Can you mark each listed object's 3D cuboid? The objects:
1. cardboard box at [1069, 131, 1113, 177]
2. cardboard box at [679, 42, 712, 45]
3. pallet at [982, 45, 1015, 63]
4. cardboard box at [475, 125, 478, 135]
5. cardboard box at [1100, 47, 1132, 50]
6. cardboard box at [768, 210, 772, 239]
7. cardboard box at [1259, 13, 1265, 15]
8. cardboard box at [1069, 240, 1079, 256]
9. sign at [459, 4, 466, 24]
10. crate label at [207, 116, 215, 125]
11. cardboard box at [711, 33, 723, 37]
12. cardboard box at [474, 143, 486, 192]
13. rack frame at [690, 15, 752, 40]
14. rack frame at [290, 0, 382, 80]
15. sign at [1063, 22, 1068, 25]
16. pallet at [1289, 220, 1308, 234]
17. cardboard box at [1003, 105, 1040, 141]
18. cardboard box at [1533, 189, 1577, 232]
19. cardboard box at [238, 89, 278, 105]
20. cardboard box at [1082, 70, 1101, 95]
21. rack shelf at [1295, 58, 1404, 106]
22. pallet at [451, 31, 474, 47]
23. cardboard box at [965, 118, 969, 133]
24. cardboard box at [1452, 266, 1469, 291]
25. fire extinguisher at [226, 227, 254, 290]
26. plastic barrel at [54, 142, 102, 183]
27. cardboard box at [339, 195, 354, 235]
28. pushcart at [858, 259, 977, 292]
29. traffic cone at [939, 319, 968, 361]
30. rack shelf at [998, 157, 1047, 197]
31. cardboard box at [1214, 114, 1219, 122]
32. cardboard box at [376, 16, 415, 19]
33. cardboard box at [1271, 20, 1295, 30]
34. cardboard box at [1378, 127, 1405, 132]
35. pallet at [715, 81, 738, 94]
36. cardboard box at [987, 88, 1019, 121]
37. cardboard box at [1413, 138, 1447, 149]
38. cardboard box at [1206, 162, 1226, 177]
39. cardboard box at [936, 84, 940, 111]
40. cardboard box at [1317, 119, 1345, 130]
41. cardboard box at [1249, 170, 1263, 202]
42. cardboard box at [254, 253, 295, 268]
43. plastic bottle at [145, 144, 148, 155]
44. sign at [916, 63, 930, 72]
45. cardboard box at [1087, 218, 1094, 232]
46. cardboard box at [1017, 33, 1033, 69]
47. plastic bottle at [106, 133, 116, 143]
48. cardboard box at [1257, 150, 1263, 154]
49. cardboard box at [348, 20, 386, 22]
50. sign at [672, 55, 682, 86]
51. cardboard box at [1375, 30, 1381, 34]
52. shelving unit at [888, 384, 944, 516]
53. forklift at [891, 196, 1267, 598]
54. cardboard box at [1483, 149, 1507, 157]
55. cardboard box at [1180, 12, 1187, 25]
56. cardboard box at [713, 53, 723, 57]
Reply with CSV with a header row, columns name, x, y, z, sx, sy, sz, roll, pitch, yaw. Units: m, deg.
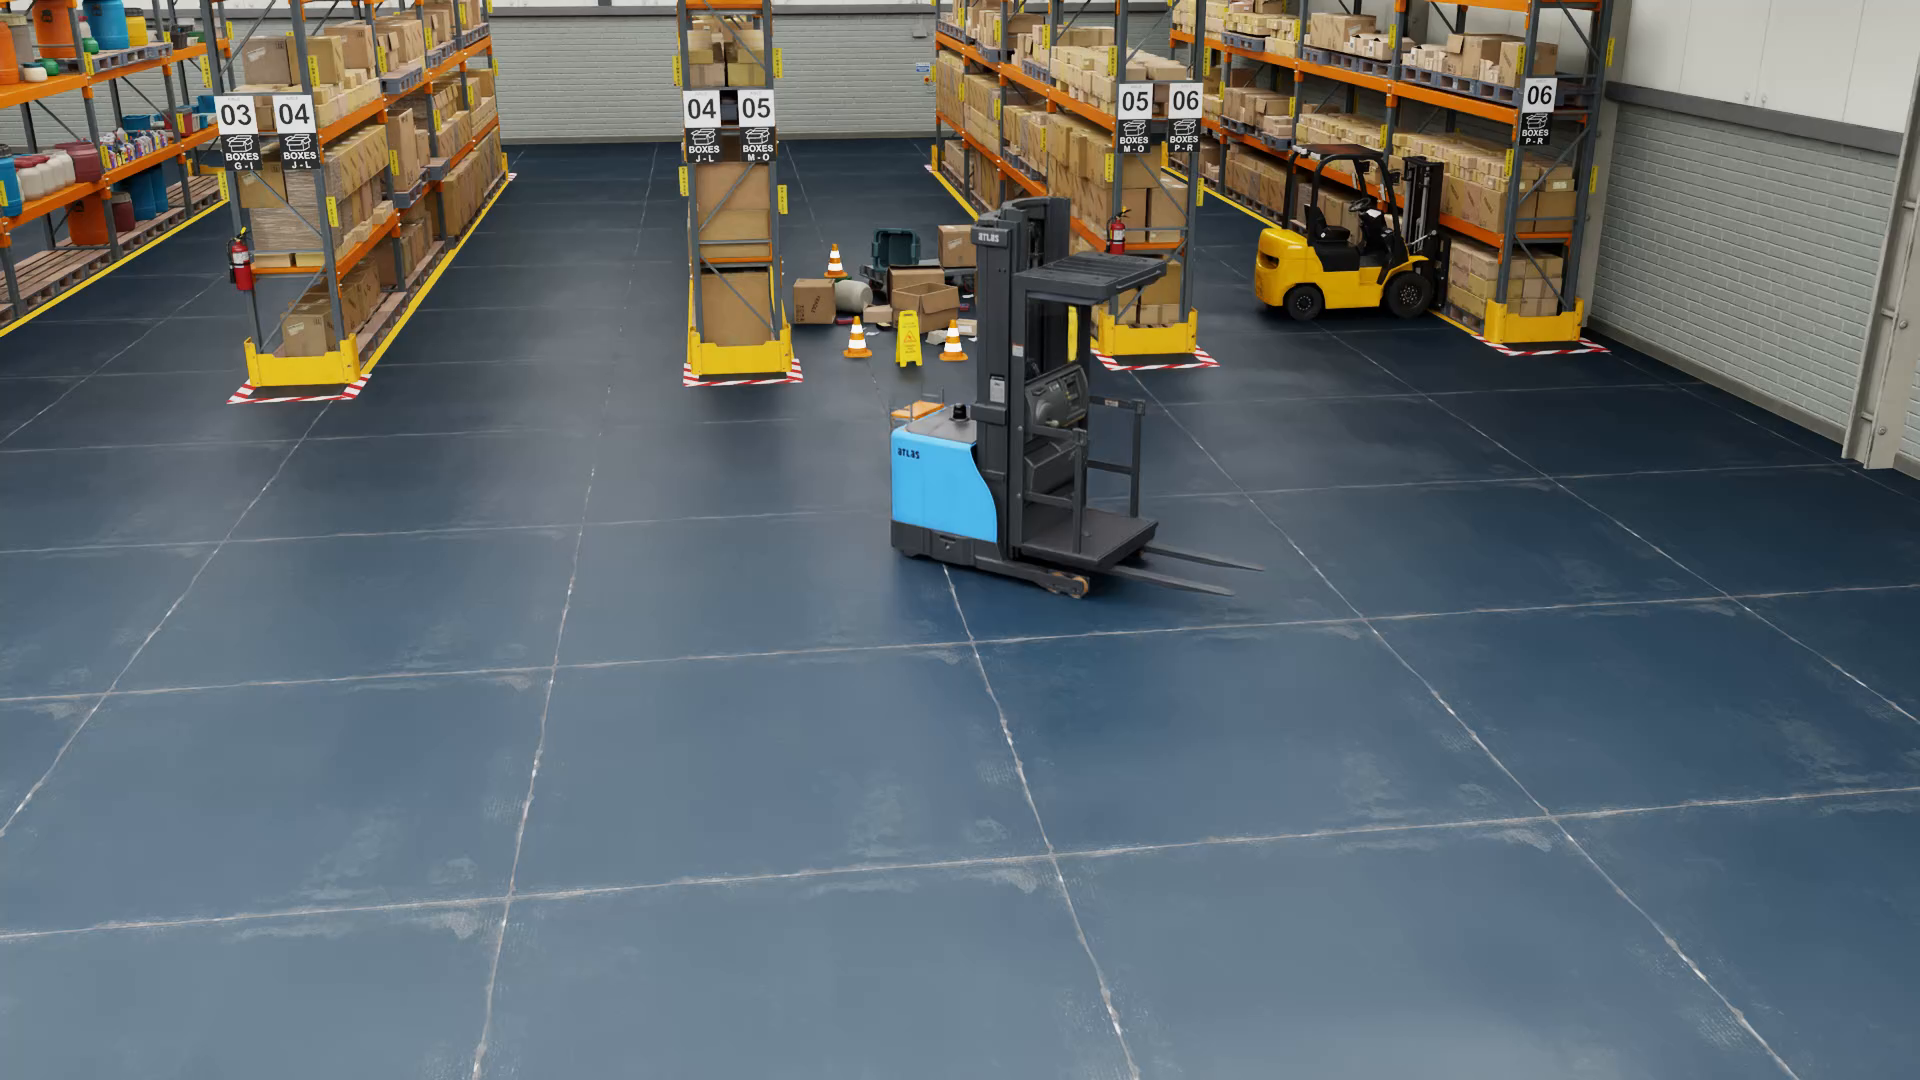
name,x,y,z,sx,sy,sz,roll,pitch,yaw
cardboard box,1.776,-4.872,20.978,0.700,0.500,0.500,-3,21,-8
cardboard box,-3.106,-5.776,19.583,0.380,0.149,0.250,-3,21,-8
pallet,1.008,-8.012,27.363,1.213,0.211,1.003,-2,21,-5
cardboard box,-8.981,-7.452,30.241,0.380,0.149,0.250,-4,21,-10
cardboard box,2.105,-6.566,22.441,0.380,0.149,0.250,-3,21,-9
cardboard box,-2.733,-4.006,20.441,0.875,0.550,0.550,-3,21,-8
cardboard box,5.706,-9.596,30.526,0.380,0.149,0.250,-3,21,-7
cardboard box,1.710,-3.768,22.274,0.500,0.500,0.500,-2,21,-5
sign,-8.694,-9.185,29.047,0.100,0.325,0.005,-3,21,-8
crate label,-14.319,-7.930,31.453,0.396,0.136,0.243,-3,21,-8
cardboard box,-3.844,-7.535,25.202,0.500,0.311,0.500,-3,21,-8
cardboard box,-9.246,-6.794,30.556,0.875,0.875,0.875,-3,21,-8
rack frame,-3.730,-9.001,25.453,1.000,3.000,0.127,-3,21,-8
rack frame,-8.076,-7.400,21.169,1.000,3.000,0.127,-3,21,-8
sign,1.691,-8.149,26.721,0.100,0.325,0.005,-3,21,-8
pallet,6.145,-5.133,27.658,1.003,0.211,1.213,-3,21,-8
cardboard box,0.989,-6.690,26.674,0.500,0.500,0.500,-4,21,-9
cardboard box,7.421,-4.189,21.002,0.500,0.500,0.500,-2,21,-6
cardboard box,-7.770,-4.903,18.415,0.380,0.149,0.250,-4,21,-10
cardboard box,1.816,-5.696,20.683,0.500,0.250,0.500,-2,21,-6
rack shelf,6.353,-7.102,25.686,1.077,0.370,4.000,-3,21,-8
pallet,-9.337,-9.007,29.885,1.003,0.211,1.213,-3,21,-8
cardboard box,0.379,-7.624,30.556,0.500,0.250,0.500,-3,21,-9
cardboard box,6.777,-3.426,21.718,0.500,0.250,0.500,-3,21,-8
fire extinguisher,-7.939,-3.106,18.356,0.296,0.674,0.183,-3,21,-8
plastic barrel,-13.187,-5.644,24.845,0.600,0.536,0.708,-3,21,-8
cardboard box,-7.772,-3.926,19.871,0.875,0.500,0.500,-3,21,-8
pushcart,-0.519,-3.729,23.661,1.648,0.377,0.936,-11,23,-26
traffic cone,-0.081,-2.427,20.052,0.336,0.463,0.334,-3,21,-8
rack shelf,1.442,-5.445,25.537,1.077,0.370,4.000,-3,21,-8
cardboard box,5.133,-8.180,32.191,0.380,0.149,0.250,-2,21,-6
cardboard box,-9.024,-8.126,26.655,0.500,0.500,0.500,-2,21,-5
cardboard box,5.574,-8.854,28.566,0.380,0.149,0.250,-3,21,-9
cardboard box,6.672,-6.269,25.643,0.380,0.149,0.250,-3,21,-8
pallet,-2.873,-5.464,20.397,1.003,0.211,1.213,-3,21,-8
cardboard box,0.738,-7.333,27.991,0.500,0.500,0.500,-3,21,-7
cardboard box,6.567,-5.532,23.247,0.380,0.149,0.250,-3,21,-9
cardboard box,5.066,-7.329,32.859,0.396,0.266,0.258,-2,21,-6
cardboard box,-0.215,-9.111,34.180,0.500,0.500,0.500,-3,21,-8
cardboard box,5.972,-6.682,26.750,0.380,0.149,0.250,-3,21,-7
cardboard box,5.558,-6.422,30.095,0.500,0.500,0.500,-4,21,-10
cardboard box,-7.745,-3.176,18.791,0.380,0.149,0.250,-3,21,-8
plastic bottle,-13.566,-6.510,27.644,0.097,0.201,0.097,0,20,0
sign,-0.892,-11.341,39.908,0.327,0.218,0.001,-3,21,-8
cardboard box,1.812,-3.966,20.906,0.380,0.149,0.250,-3,21,-7
cardboard box,1.280,-7.598,25.843,0.700,0.500,0.500,-3,21,-8
plastic bottle,-14.388,-6.746,28.168,0.152,0.276,0.135,-3,21,-8
cardboard box,5.827,-7.328,31.595,0.380,0.149,0.250,-4,21,-10
cardboard box,-8.840,-7.486,24.826,0.500,0.500,0.500,-3,21,-7
sign,-3.116,-5.181,18.360,0.100,0.325,0.005,-3,21,-8
cardboard box,6.423,-8.067,26.712,0.500,0.250,0.500,-3,21,-8
shelving unit,-0.364,-0.688,14.339,0.258,1.200,0.503,11,23,30
forklift,0.945,-1.129,13.050,3.031,2.935,1.130,12,24,30
cardboard box,7.186,-5.111,22.117,0.380,0.149,0.250,-3,21,-7
cardboard box,4.799,-10.628,33.887,0.500,0.250,0.500,-3,21,-7
cardboard box,-3.067,-5.641,19.790,0.500,0.250,0.500,-3,21,-8
